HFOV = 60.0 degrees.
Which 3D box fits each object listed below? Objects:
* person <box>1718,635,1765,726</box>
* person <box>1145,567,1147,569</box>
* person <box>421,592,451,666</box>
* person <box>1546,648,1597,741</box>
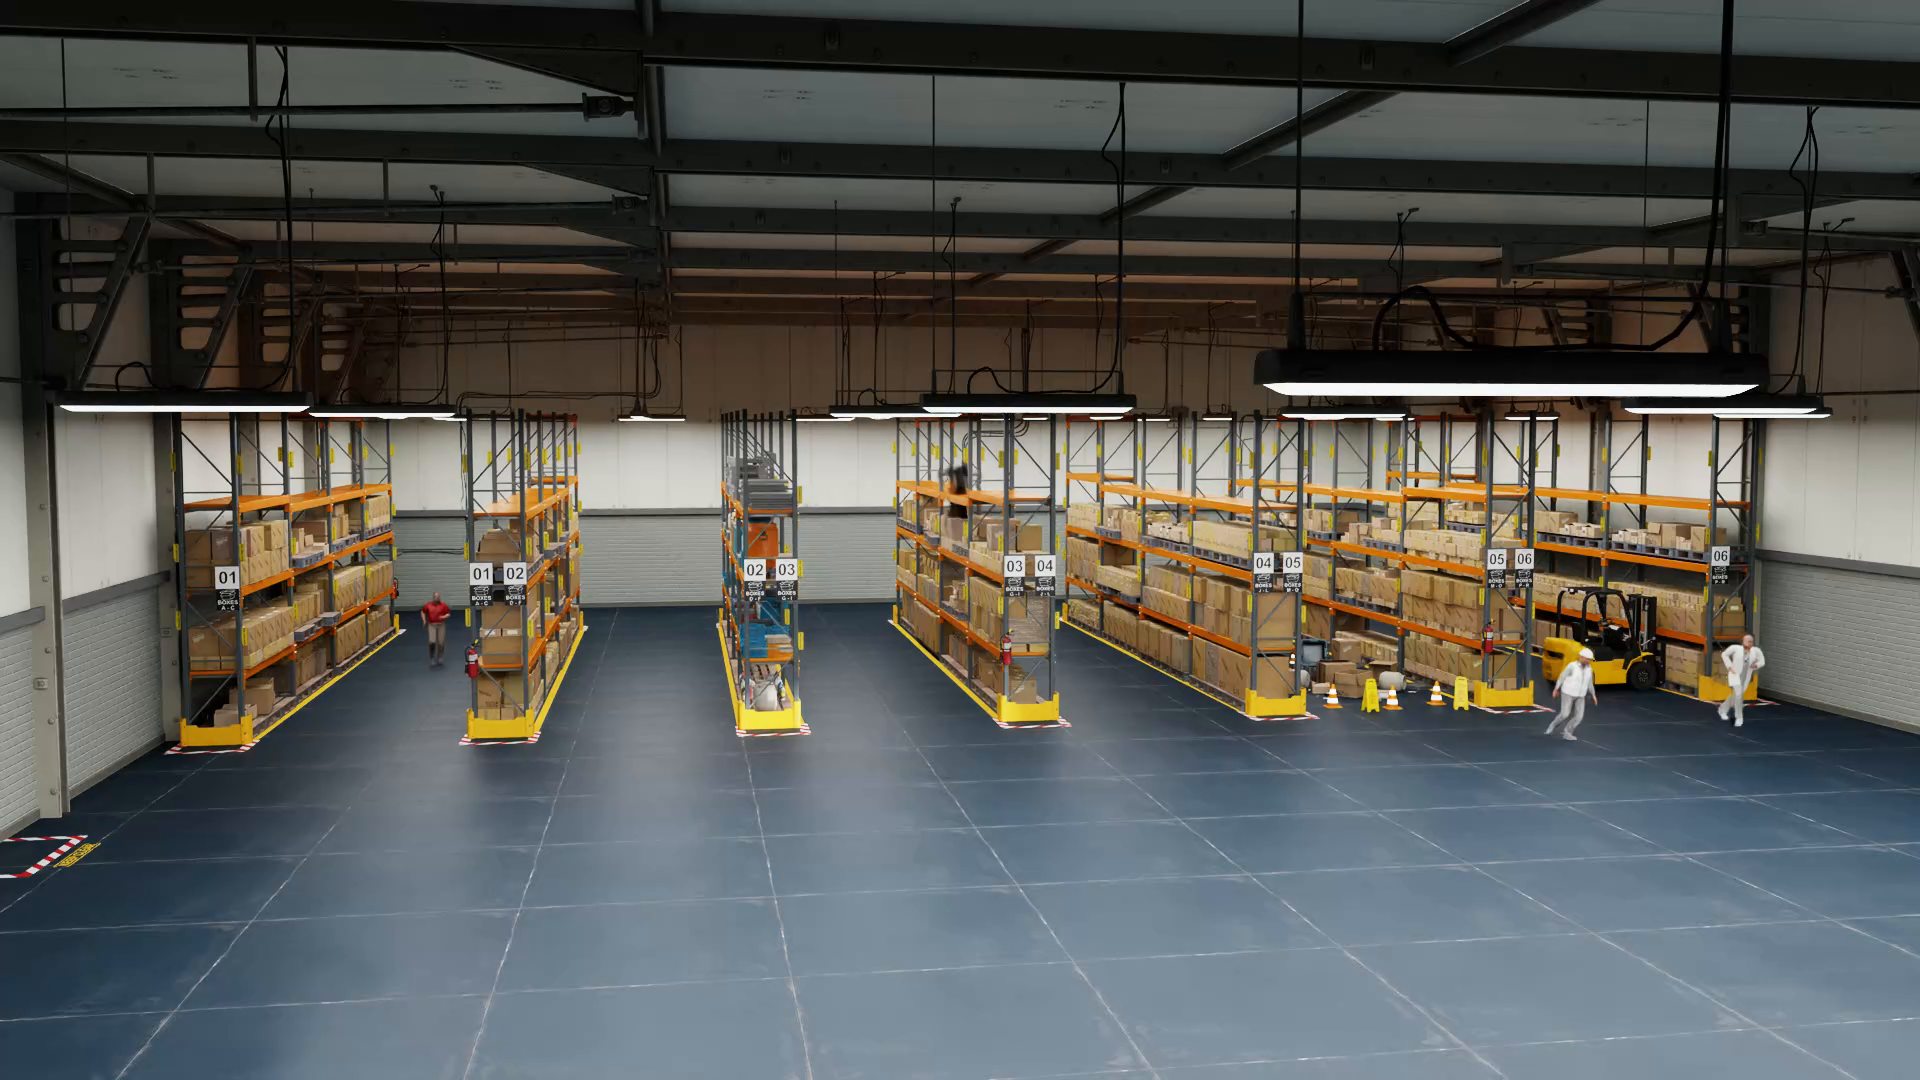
[{"bbox_3d":[14.970,2.652,31.874,0.676,1.741,0.919,0,4,-4],"label":"person"},{"bbox_3d":[5.418,1.578,48.224,0.599,1.602,0.817,-2,5,-31],"label":"person"},{"bbox_3d":[-12.430,2.122,39.471,0.657,1.767,0.725,-1,4,-19],"label":"person"},{"bbox_3d":[11.055,2.774,29.999,0.789,1.694,0.689,-1,4,-15],"label":"person"}]
